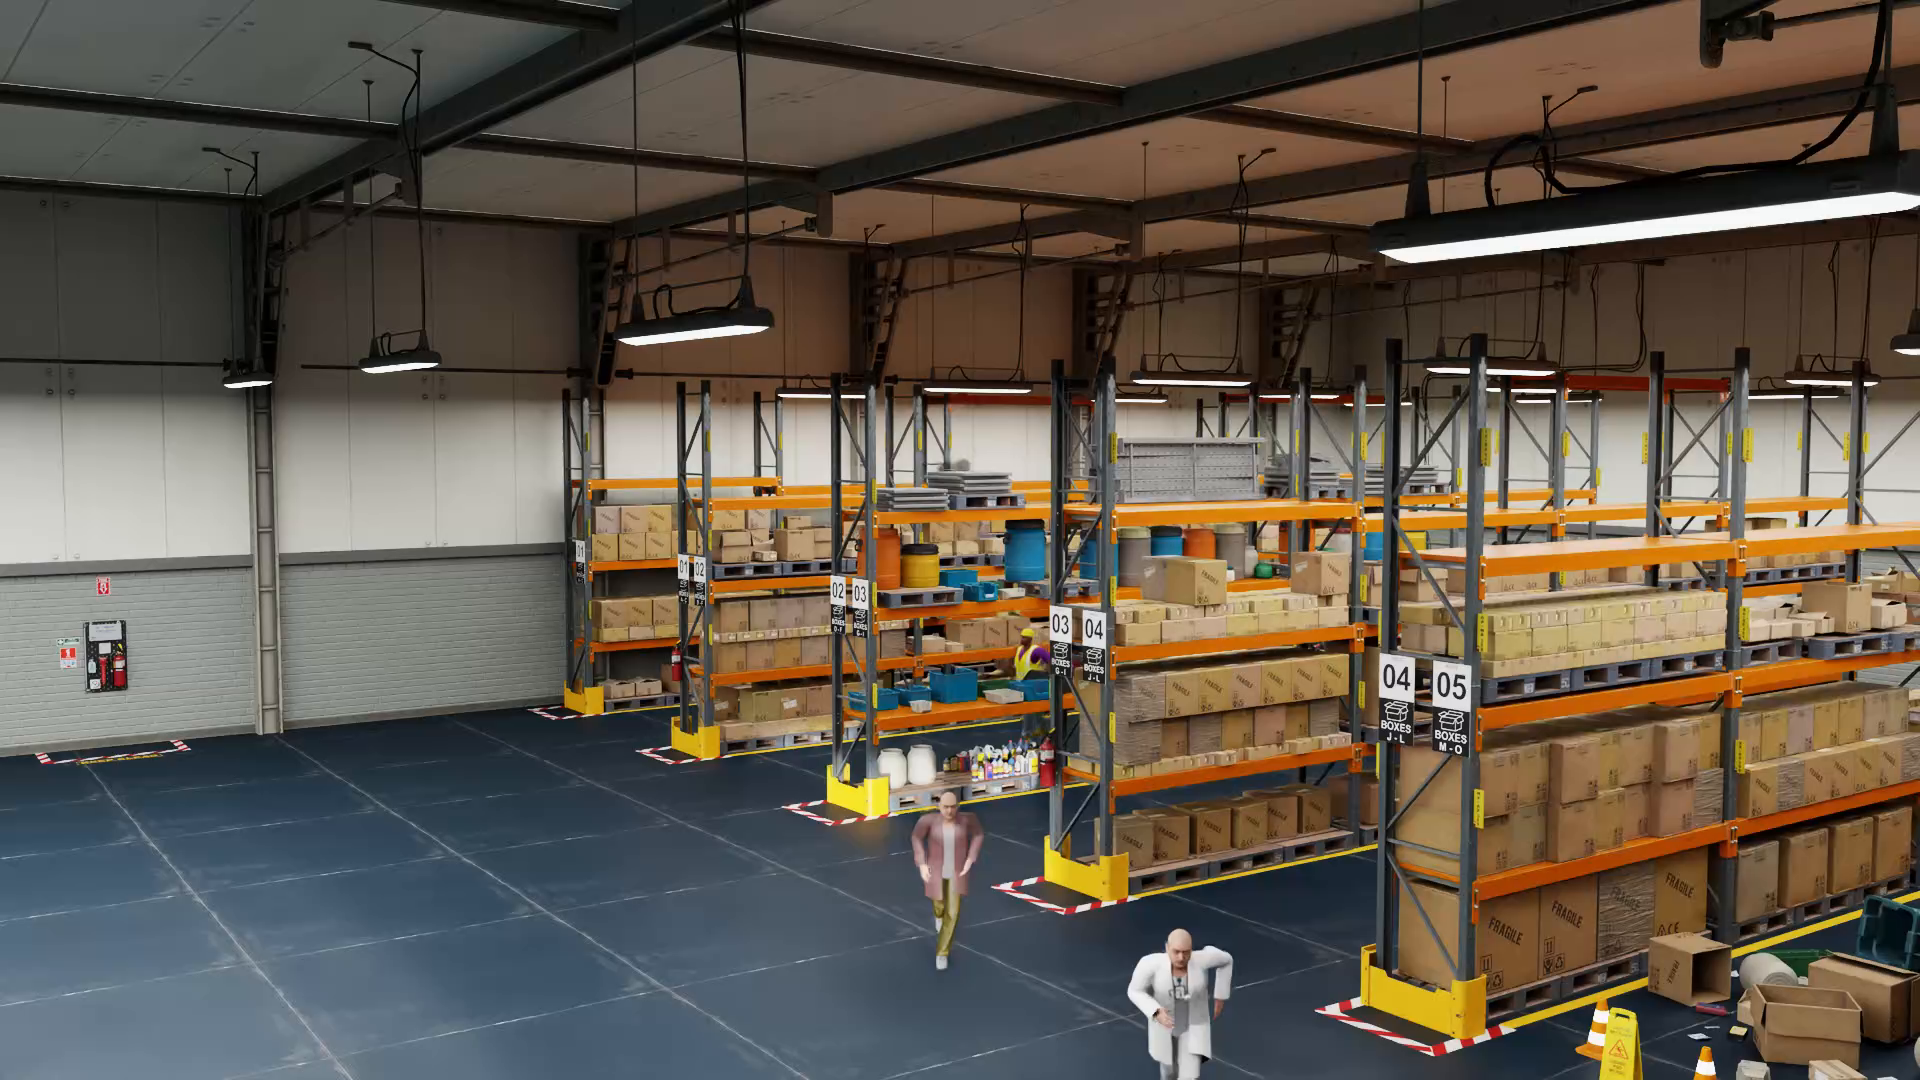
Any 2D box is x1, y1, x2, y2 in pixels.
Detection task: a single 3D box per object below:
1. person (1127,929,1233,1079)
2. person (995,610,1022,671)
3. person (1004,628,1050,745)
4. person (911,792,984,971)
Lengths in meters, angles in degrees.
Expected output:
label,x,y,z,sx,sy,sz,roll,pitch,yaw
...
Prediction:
label,x,y,z,sx,sy,sz,roll,pitch,yaw
person,1.588,3.572,12.067,0.755,1.745,1.060,0,4,4
person,0.944,1.937,33.733,0.887,1.670,0.529,-3,5,-39
person,1.076,2.350,26.535,0.752,1.887,0.672,-2,4,-32
person,-0.127,3.276,16.380,0.717,1.726,0.850,0,4,-8
